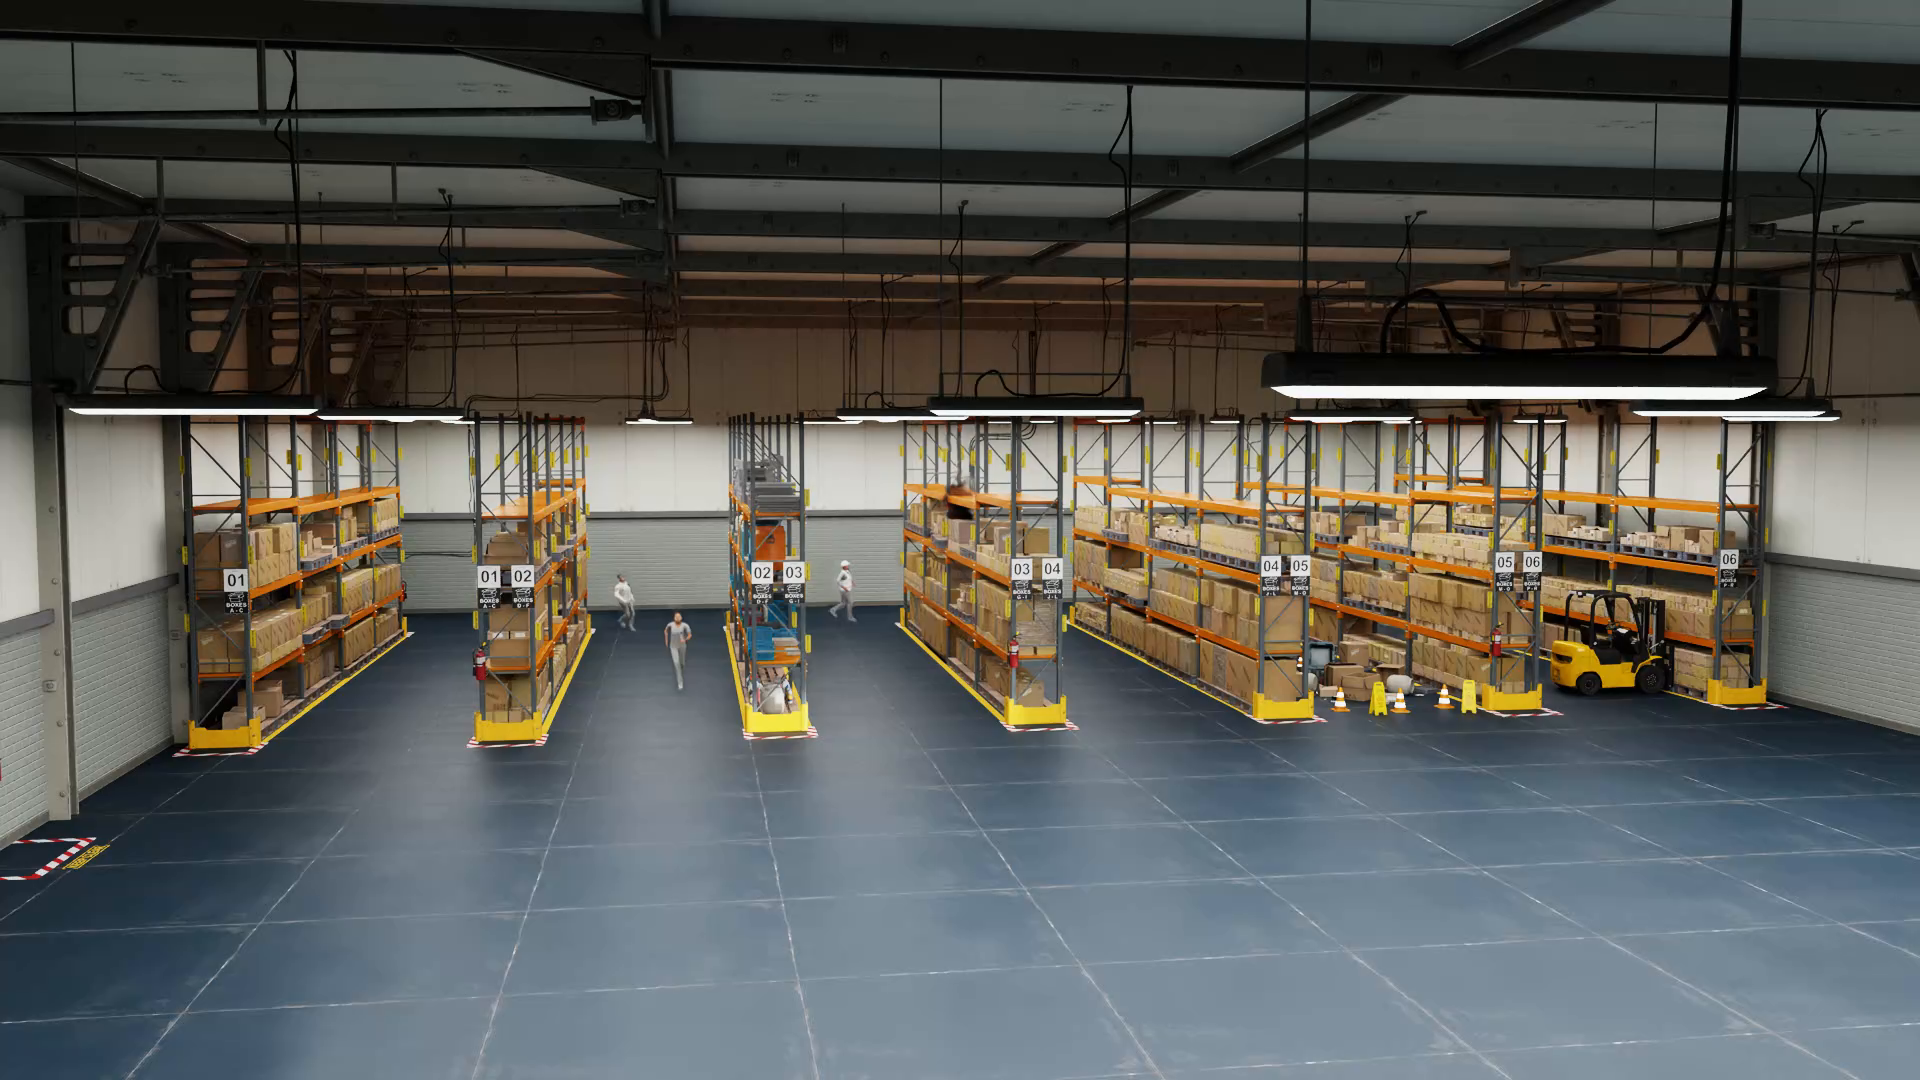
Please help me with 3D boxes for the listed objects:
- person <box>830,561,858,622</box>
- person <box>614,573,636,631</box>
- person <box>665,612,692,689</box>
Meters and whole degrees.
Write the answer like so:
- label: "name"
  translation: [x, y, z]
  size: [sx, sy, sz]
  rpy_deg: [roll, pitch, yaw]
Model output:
- label: "person"
  translation: [-3.425, 1.496, 48.962]
  size: [0.863, 1.781, 0.654]
  rpy_deg: [1, 4, 8]
- label: "person"
  translation: [-9.414, 1.738, 46.726]
  size: [0.608, 1.667, 0.664]
  rpy_deg: [2, 5, 32]
- label: "person"
  translation: [-6.216, 2.398, 36.700]
  size: [0.587, 1.664, 1.008]
  rpy_deg: [-1, 4, -9]
